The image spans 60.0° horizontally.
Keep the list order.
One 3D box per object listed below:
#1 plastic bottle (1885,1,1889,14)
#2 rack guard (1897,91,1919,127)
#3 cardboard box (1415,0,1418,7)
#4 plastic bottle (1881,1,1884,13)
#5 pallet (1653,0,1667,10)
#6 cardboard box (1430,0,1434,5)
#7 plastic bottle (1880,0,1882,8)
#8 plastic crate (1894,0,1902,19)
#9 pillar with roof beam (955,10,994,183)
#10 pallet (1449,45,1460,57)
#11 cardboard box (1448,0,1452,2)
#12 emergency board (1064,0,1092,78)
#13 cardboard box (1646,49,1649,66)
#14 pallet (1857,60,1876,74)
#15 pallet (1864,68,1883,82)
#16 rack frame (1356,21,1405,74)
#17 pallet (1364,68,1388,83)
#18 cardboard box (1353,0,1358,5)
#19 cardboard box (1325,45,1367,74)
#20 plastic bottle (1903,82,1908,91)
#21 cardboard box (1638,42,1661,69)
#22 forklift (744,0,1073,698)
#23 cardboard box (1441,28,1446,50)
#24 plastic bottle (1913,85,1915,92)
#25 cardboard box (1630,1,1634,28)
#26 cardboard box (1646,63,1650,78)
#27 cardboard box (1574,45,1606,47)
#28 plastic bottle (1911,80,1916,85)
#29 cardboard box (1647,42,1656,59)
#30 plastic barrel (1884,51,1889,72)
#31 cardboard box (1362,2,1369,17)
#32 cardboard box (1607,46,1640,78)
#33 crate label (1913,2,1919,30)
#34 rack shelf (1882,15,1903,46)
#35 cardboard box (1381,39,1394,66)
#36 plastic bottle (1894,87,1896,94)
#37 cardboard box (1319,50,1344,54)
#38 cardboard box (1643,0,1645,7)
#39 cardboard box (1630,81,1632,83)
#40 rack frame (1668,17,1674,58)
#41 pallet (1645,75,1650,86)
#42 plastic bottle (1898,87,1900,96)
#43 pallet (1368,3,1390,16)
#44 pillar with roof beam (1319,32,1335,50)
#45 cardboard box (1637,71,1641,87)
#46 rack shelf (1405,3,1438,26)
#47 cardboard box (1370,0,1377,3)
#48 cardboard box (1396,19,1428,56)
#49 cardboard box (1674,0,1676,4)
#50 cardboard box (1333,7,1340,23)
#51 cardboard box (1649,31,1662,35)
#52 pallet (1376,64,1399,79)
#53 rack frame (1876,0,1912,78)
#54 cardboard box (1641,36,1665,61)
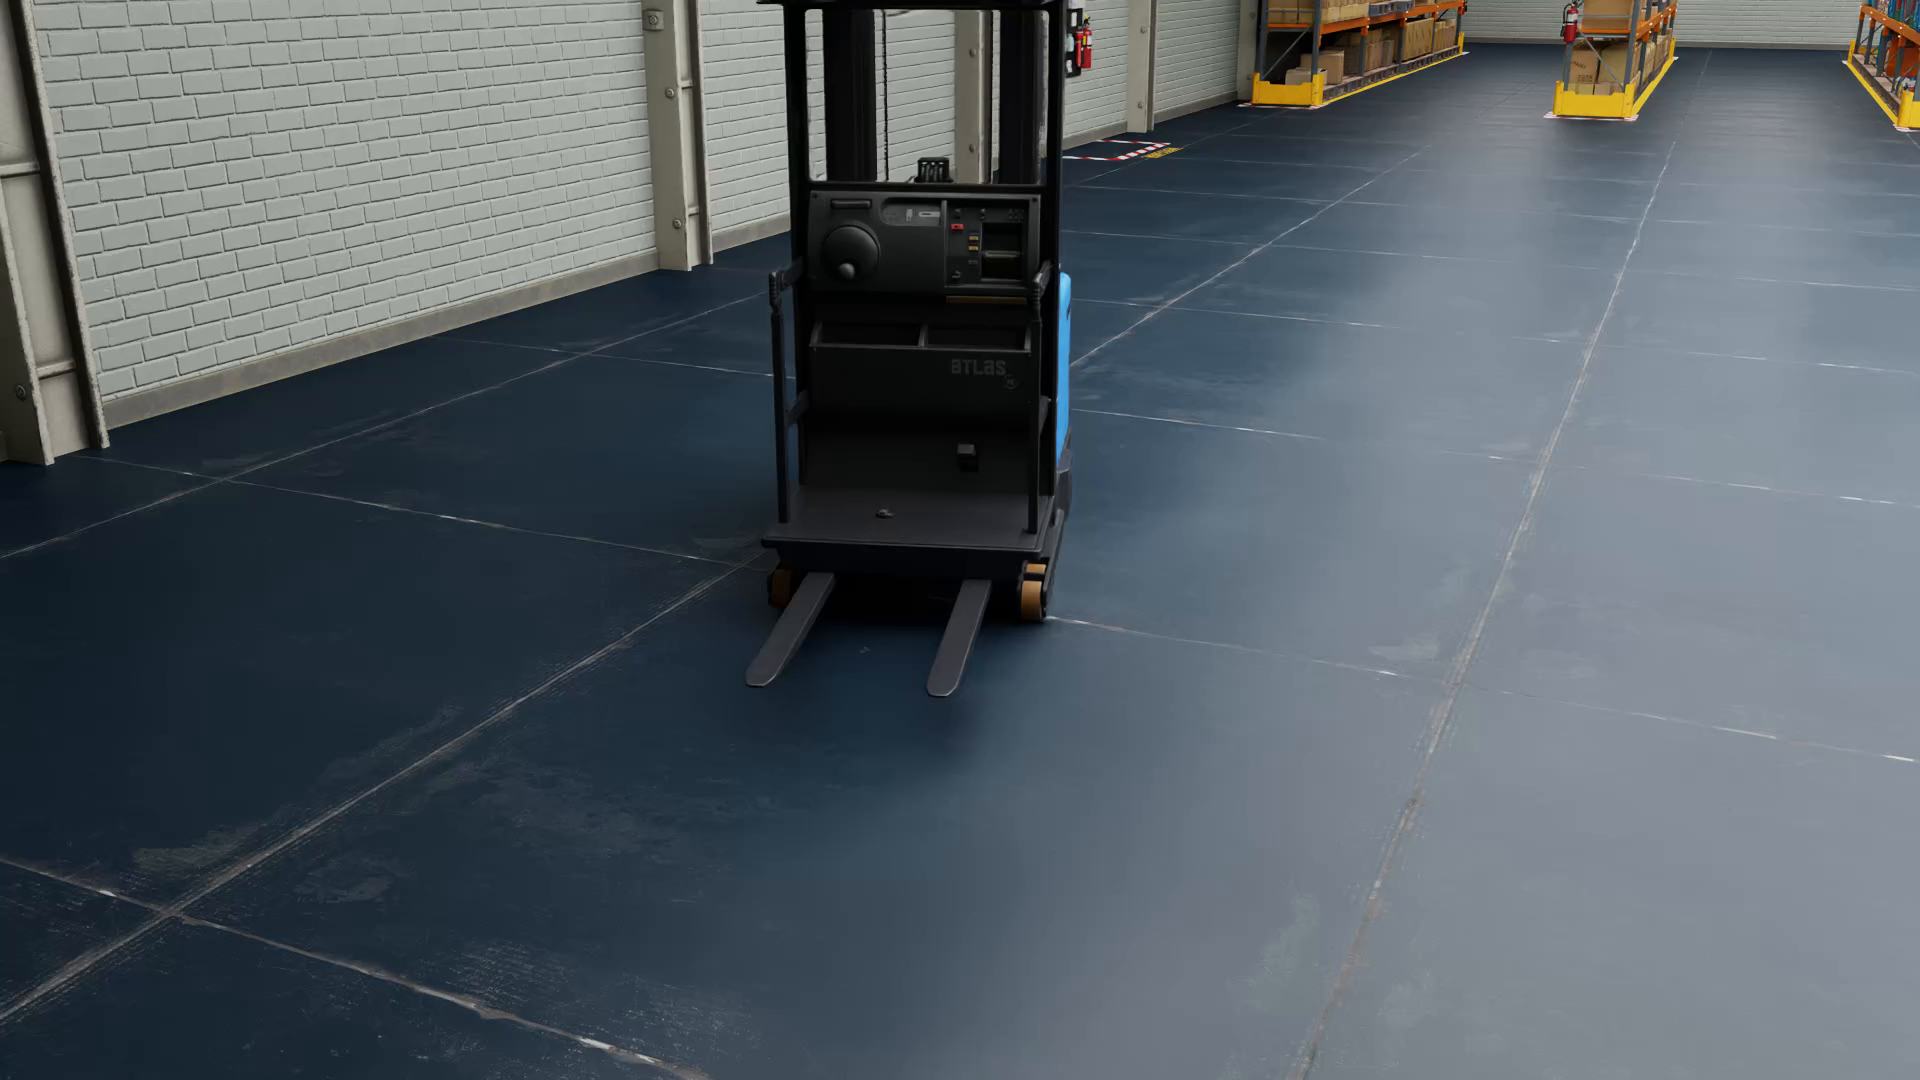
[{"bbox_3d":[17.981,-10.311,32.179,0.097,0.271,0.097,0,20,0],"label":"plastic bottle"},{"bbox_3d":[14.599,-6.374,24.646,1.175,0.500,0.348,9,21,23],"label":"rack guard"},{"bbox_3d":[9.813,-11.757,36.397,0.380,0.149,0.250,9,21,23],"label":"cardboard box"},{"bbox_3d":[18.401,-10.625,33.061,0.097,0.271,0.097,0,20,0],"label":"plastic bottle"},{"bbox_3d":[14.161,-11.153,34.640,1.003,0.211,1.213,9,21,23],"label":"pallet"},{"bbox_3d":[10.524,-12.218,37.693,0.380,0.149,0.250,9,21,24],"label":"cardboard box"},{"bbox_3d":[18.621,-10.810,33.564,0.061,0.283,0.133,9,21,23],"label":"plastic bottle"},{"bbox_3d":[16.946,-9.546,29.738,0.402,0.464,0.583,9,21,23],"label":"plastic crate"},{"bbox_3d":[4.083,-7.782,15.920,9.100,9.000,0.400,9,21,23],"label":"pillar with roof beam"},{"bbox_3d":[11.868,-12.203,41.468,1.003,0.211,1.213,9,21,23],"label":"pallet"},{"bbox_3d":[11.316,-13.301,39.945,0.980,0.700,0.700,7,21,20],"label":"cardboard box"},{"bbox_3d":[1.566,-6.630,21.634,0.194,1.169,0.643,9,21,23],"label":"emergency board"},{"bbox_3d":[12.337,-8.837,30.480,0.500,0.311,0.500,8,21,22],"label":"cardboard box"},{"bbox_3d":[19.790,-10.107,35.572,1.003,0.211,1.213,9,21,23],"label":"pallet"},{"bbox_3d":[18.672,-9.272,33.226,1.003,0.211,1.213,9,21,23],"label":"pallet"},{"bbox_3d":[8.848,-11.327,34.842,1.000,3.000,0.127,9,21,23],"label":"rack frame"},{"bbox_3d":[8.026,-9.403,33.593,1.003,0.211,1.213,9,21,23],"label":"pallet"},{"bbox_3d":[6.884,-9.903,29.914,0.500,0.500,0.500,8,21,21],"label":"cardboard box"},{"bbox_3d":[7.496,-9.361,32.388,0.700,0.500,0.500,9,22,25],"label":"cardboard box"},{"bbox_3d":[14.994,-7.109,26.380,0.061,0.283,0.133,9,22,24],"label":"plastic bottle"},{"bbox_3d":[13.816,-9.778,33.560,0.500,0.500,0.500,10,22,25],"label":"cardboard box"},{"bbox_3d":[-0.171,-1.182,6.419,1.130,2.935,3.031,3,20,7],"label":"forklift"},{"bbox_3d":[11.307,-12.094,40.103,0.700,0.500,0.500,9,22,24],"label":"cardboard box"},{"bbox_3d":[15.188,-7.130,26.438,0.061,0.283,0.133,9,21,23],"label":"plastic bottle"},{"bbox_3d":[10.507,-8.552,26.890,0.700,0.500,0.500,9,22,24],"label":"cardboard box"},{"bbox_3d":[12.752,-8.887,31.459,0.500,0.250,0.500,9,21,24],"label":"cardboard box"},{"bbox_3d":[10.643,-8.124,28.193,0.500,0.500,0.500,9,21,23],"label":"cardboard box"},{"bbox_3d":[15.433,-7.279,26.867,0.152,0.276,0.135,9,21,23],"label":"plastic bottle"},{"bbox_3d":[13.379,-9.621,32.685,0.500,0.311,0.500,9,22,24],"label":"cardboard box"},{"bbox_3d":[18.221,-9.330,32.313,0.421,0.512,0.421,0,20,0],"label":"plastic barrel"},{"bbox_3d":[7.293,-9.857,30.902,0.500,0.250,0.500,9,21,23],"label":"cardboard box"},{"bbox_3d":[11.132,-8.050,27.986,0.500,0.500,0.500,9,21,23],"label":"cardboard box"},{"bbox_3d":[15.117,-8.138,25.824,0.502,0.435,0.616,9,21,23],"label":"crate label"},{"bbox_3d":[17.067,-9.017,29.421,1.077,0.370,4.000,9,21,23],"label":"rack shelf"},{"bbox_3d":[8.601,-10.129,34.548,0.700,0.500,0.500,9,21,23],"label":"cardboard box"},{"bbox_3d":[15.635,-7.534,27.697,0.097,0.201,0.097,0,20,0],"label":"plastic bottle"},{"bbox_3d":[6.822,-8.811,30.841,0.500,0.500,0.500,7,21,19],"label":"cardboard box"},{"bbox_3d":[12.481,-10.019,31.016,0.500,0.500,0.500,9,21,23],"label":"cardboard box"},{"bbox_3d":[10.717,-7.392,27.254,0.500,0.250,0.500,9,21,23],"label":"cardboard box"},{"bbox_3d":[16.645,-13.094,39.811,1.000,3.000,0.127,9,21,23],"label":"rack frame"},{"bbox_3d":[12.996,-9.088,32.709,1.003,0.211,1.213,9,21,23],"label":"pallet"},{"bbox_3d":[15.325,-7.303,27.046,0.097,0.201,0.097,0,20,0],"label":"plastic bottle"},{"bbox_3d":[7.656,-10.227,32.037,1.003,0.211,1.213,9,21,23],"label":"pallet"},{"bbox_3d":[11.454,-13.284,31.392,9.100,9.000,0.400,9,21,23],"label":"pillar with roof beam"},{"bbox_3d":[11.741,-8.156,29.403,0.500,0.250,0.500,9,21,23],"label":"cardboard box"},{"bbox_3d":[9.667,-11.599,36.682,1.077,0.370,4.000,9,21,23],"label":"rack shelf"},{"bbox_3d":[7.685,-10.679,32.215,0.700,0.500,0.500,11,22,28],"label":"cardboard box"},{"bbox_3d":[9.977,-11.246,37.196,0.750,0.750,0.750,9,22,24],"label":"cardboard box"},{"bbox_3d":[16.291,-12.656,38.430,0.500,0.500,0.500,9,21,23],"label":"cardboard box"},{"bbox_3d":[6.261,-9.086,28.736,0.500,0.250,0.500,8,21,21],"label":"cardboard box"},{"bbox_3d":[15.772,-11.477,38.334,0.797,0.503,0.637,9,21,23],"label":"cardboard box"},{"bbox_3d":[8.527,-9.774,34.638,1.003,0.211,1.213,9,21,23],"label":"pallet"},{"bbox_3d":[17.886,-9.968,31.020,1.000,3.000,0.127,9,21,23],"label":"rack frame"},{"bbox_3d":[14.856,-10.561,35.761,0.500,0.500,0.500,9,21,23],"label":"cardboard box"}]
